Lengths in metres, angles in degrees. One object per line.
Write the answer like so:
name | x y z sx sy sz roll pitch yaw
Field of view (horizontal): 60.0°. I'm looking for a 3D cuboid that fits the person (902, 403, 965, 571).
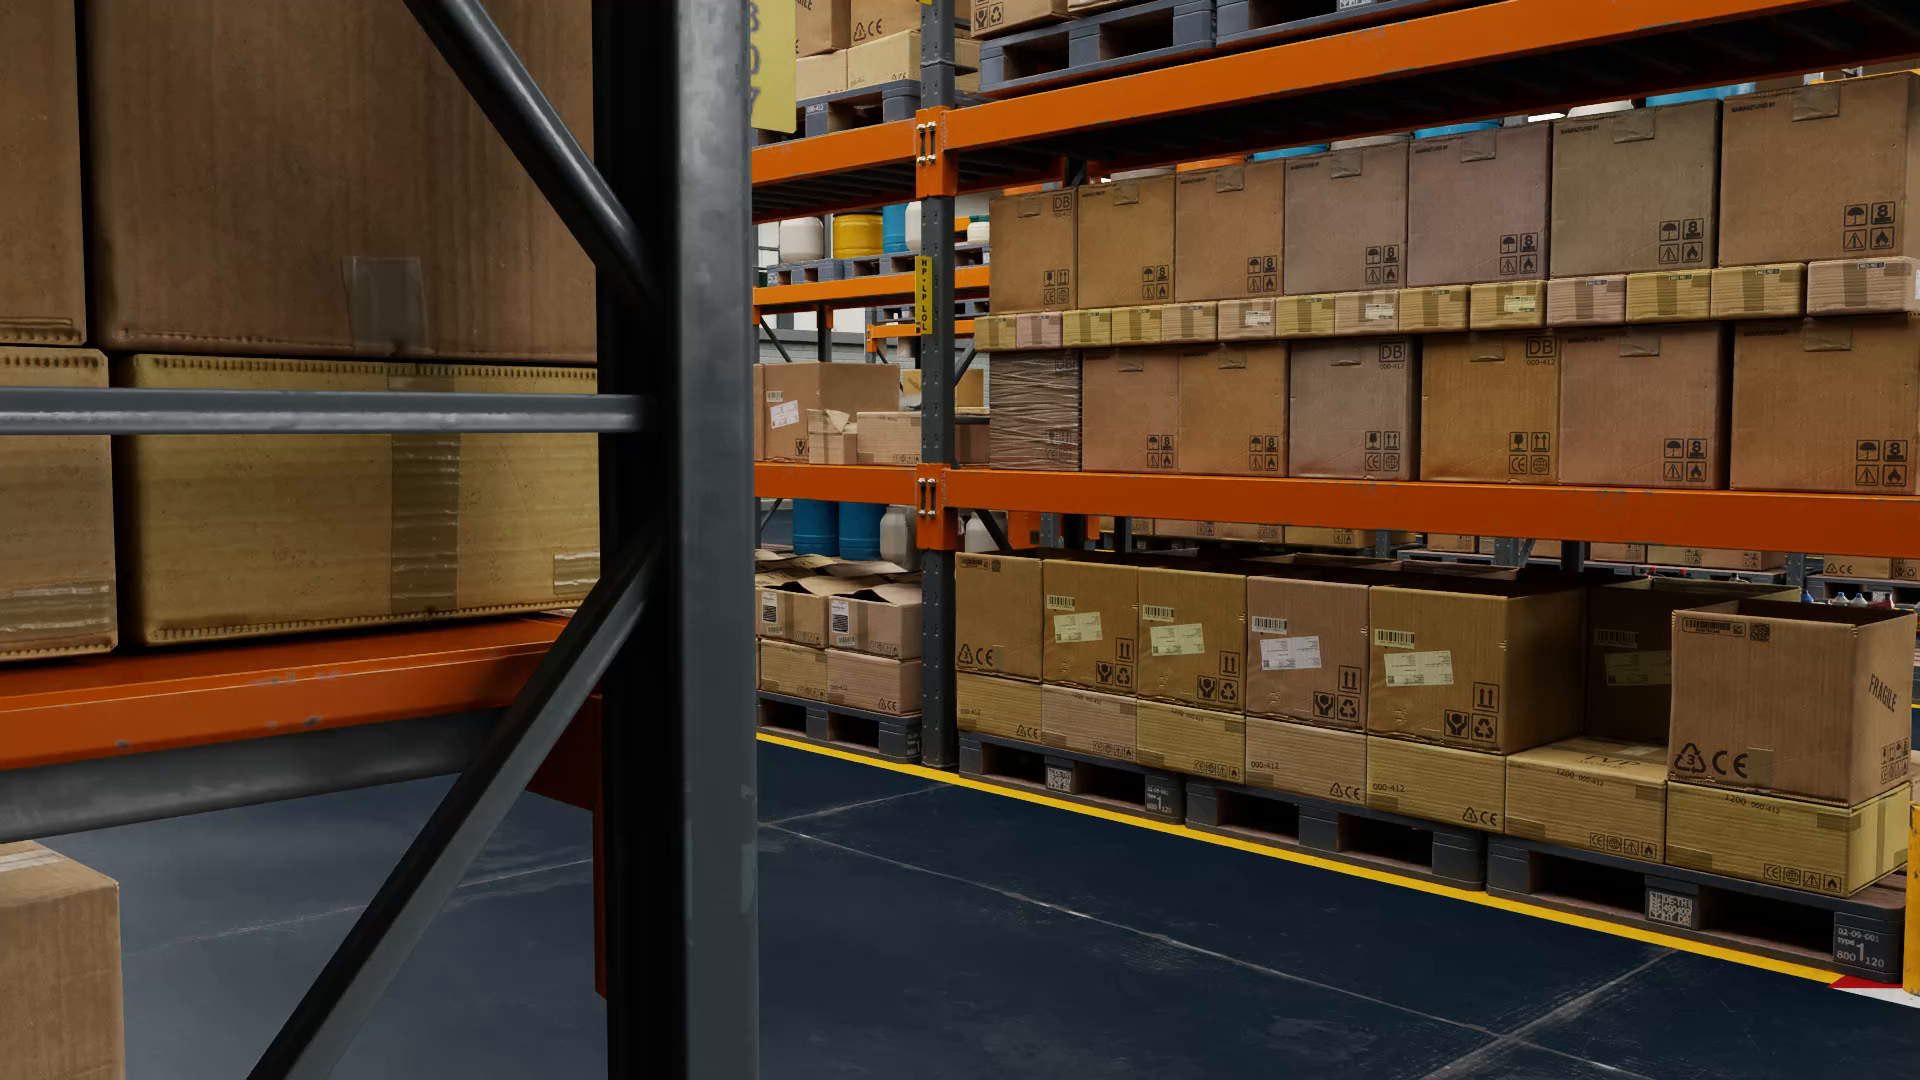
person | -0.195 -0.144 11.308 0.647 1.649 0.526 0 4 2
